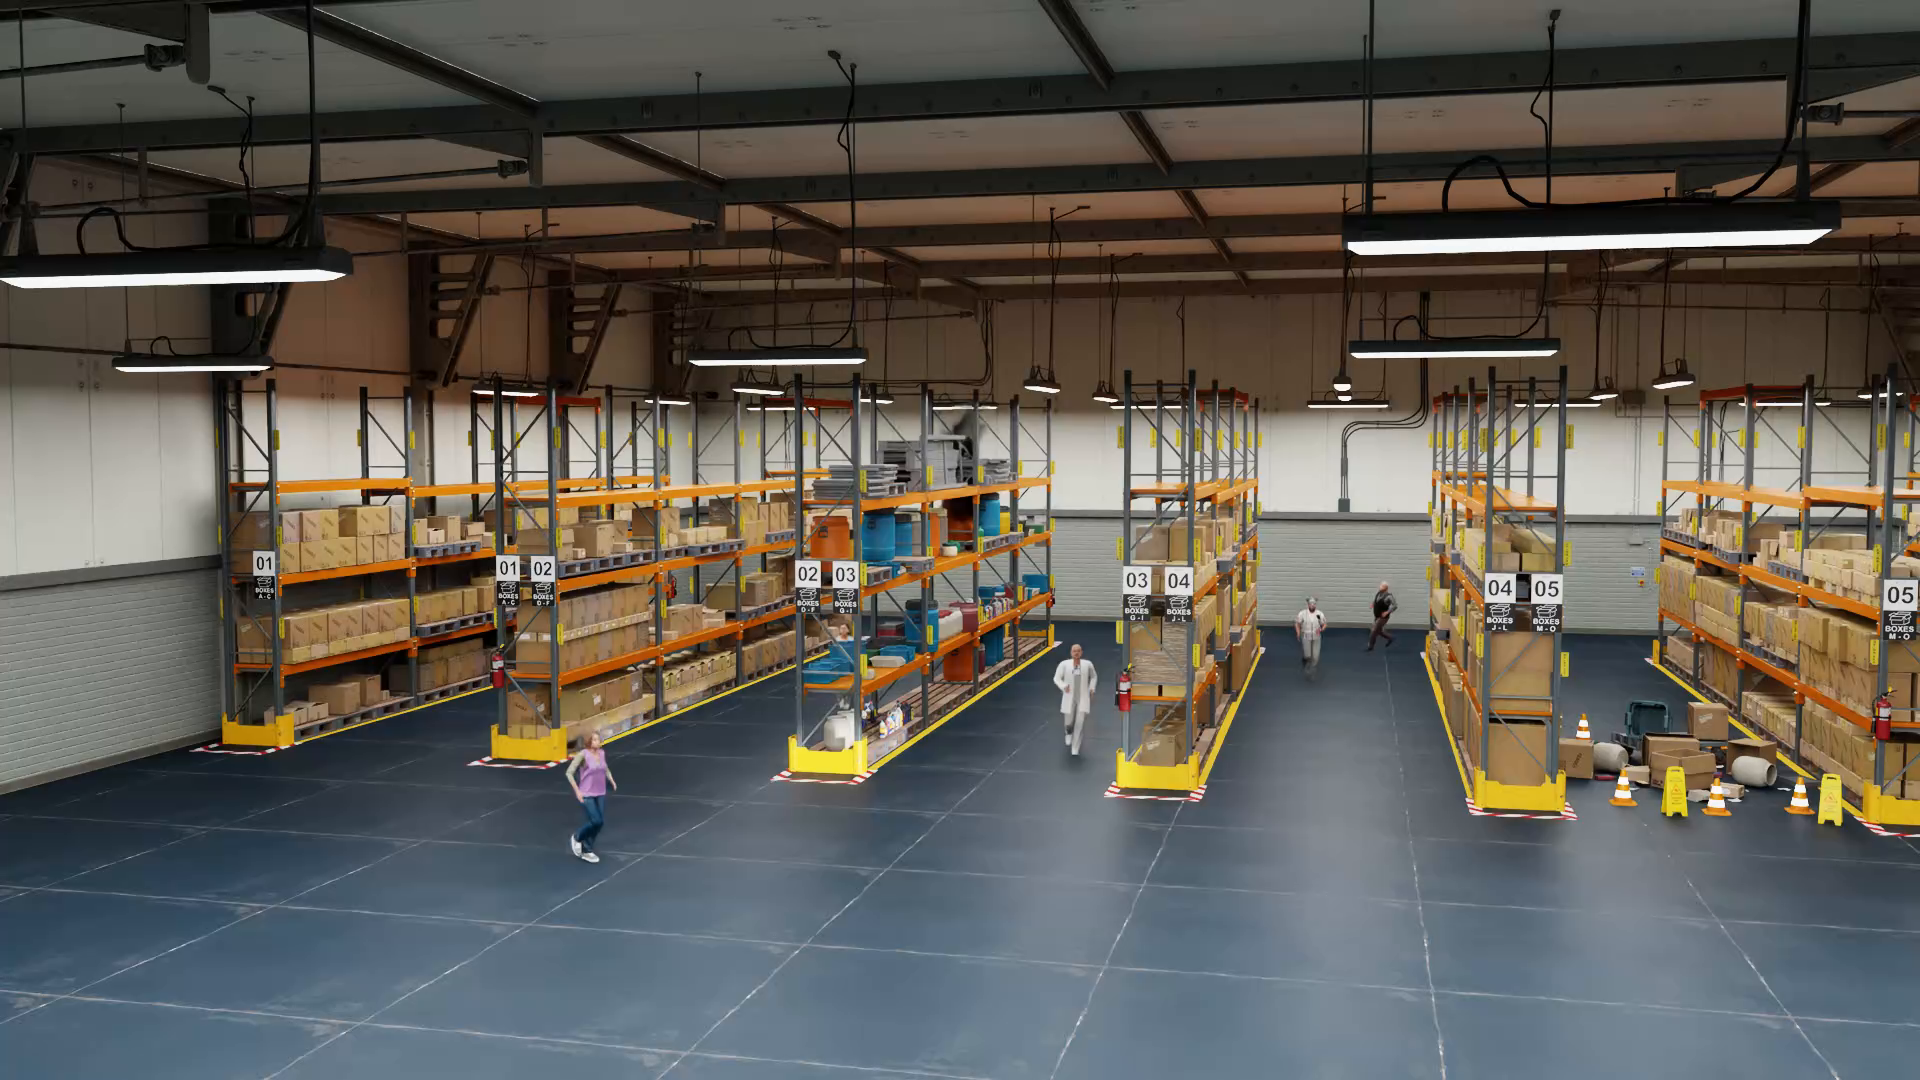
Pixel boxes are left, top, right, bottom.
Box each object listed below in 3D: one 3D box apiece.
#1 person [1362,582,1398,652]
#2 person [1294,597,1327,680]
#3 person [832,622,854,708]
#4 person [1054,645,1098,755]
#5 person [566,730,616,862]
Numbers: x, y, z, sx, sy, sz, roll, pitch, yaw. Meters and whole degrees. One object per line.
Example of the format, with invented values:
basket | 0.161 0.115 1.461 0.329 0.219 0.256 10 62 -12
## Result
person | 10.032 1.820 39.293 0.884 1.676 0.694 -1 4 -18
person | 7.339 2.050 34.739 0.657 1.743 0.590 0 3 5
person | -2.160 2.327 30.735 0.536 1.626 0.702 0 3 7
person | 1.848 2.534 26.595 0.699 1.737 0.757 0 3 0
person | -4.357 3.039 19.749 0.532 1.569 0.549 2 4 35
